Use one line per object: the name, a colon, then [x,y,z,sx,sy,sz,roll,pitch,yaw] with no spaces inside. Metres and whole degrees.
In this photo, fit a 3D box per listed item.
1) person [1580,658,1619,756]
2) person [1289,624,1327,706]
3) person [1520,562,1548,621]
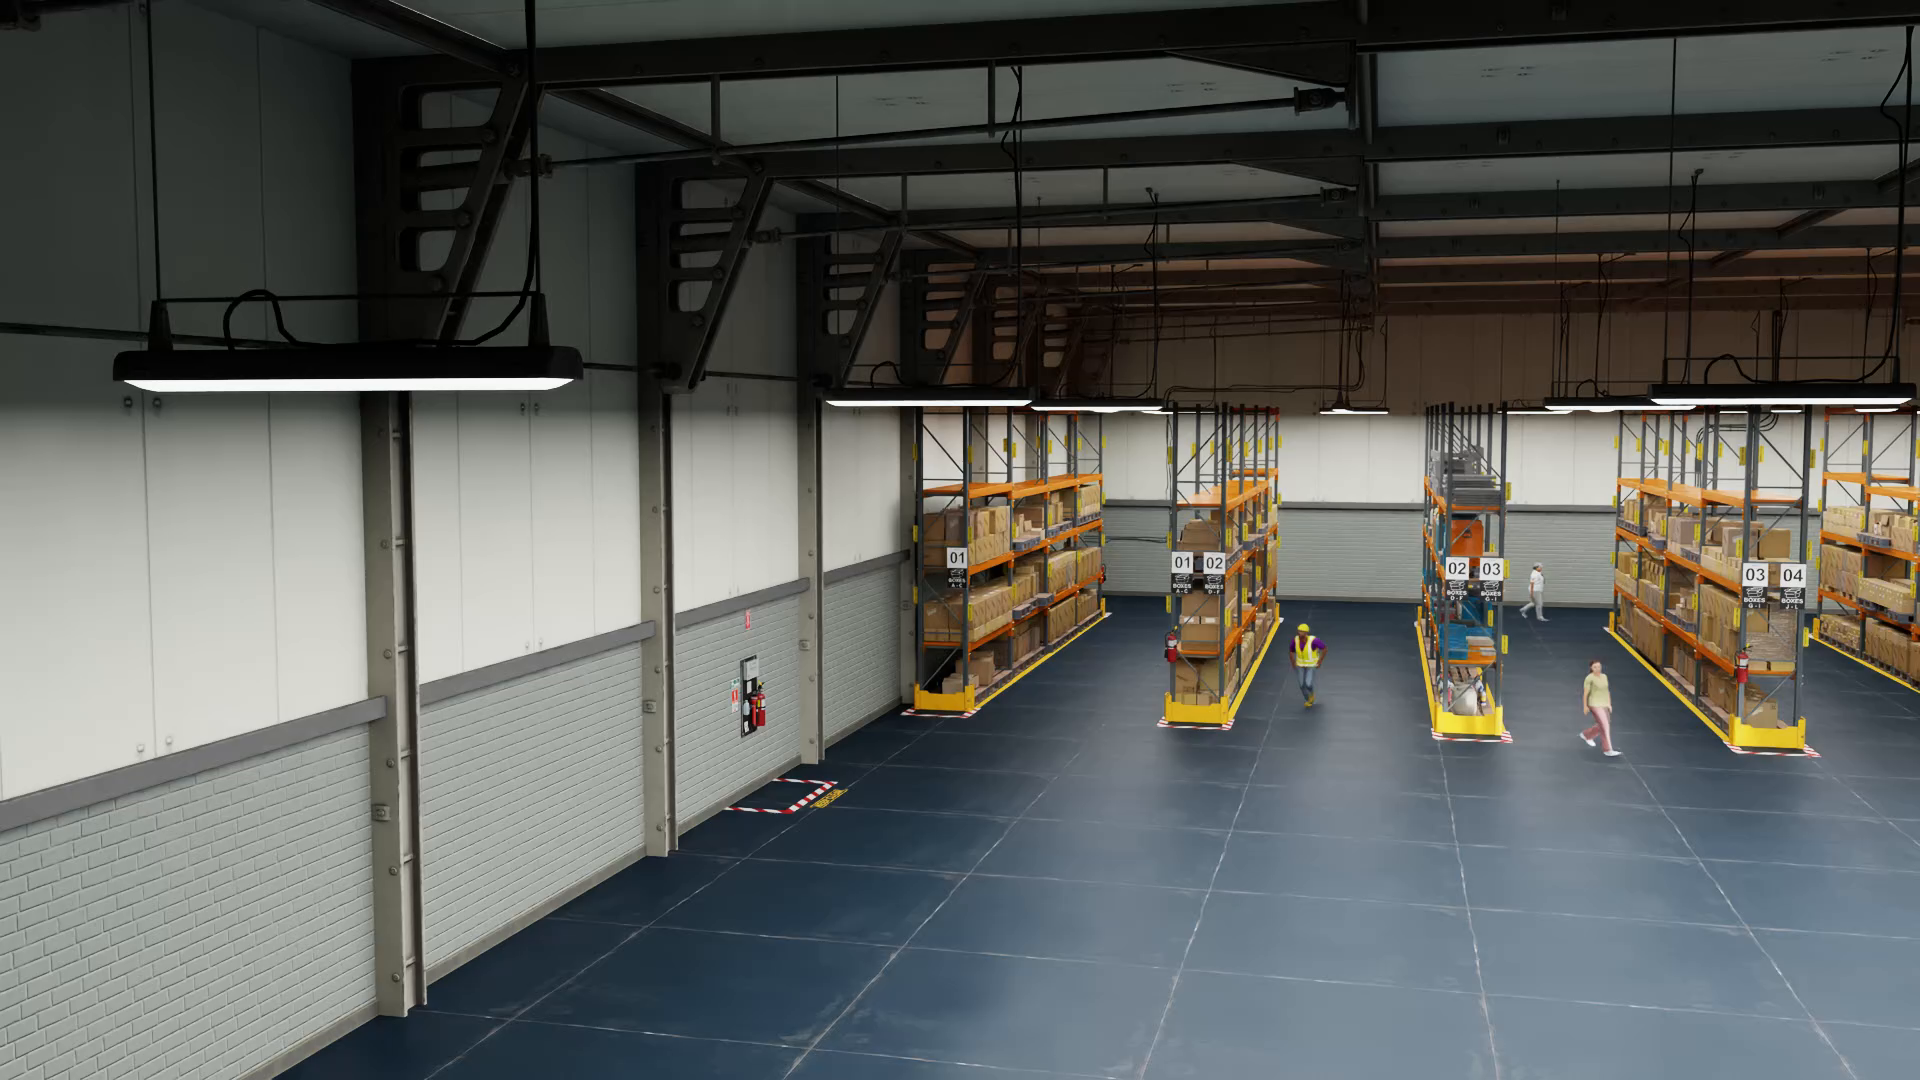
person: [10.866,2.820,28.293,0.449,1.622,0.906,-2,5,-27]
person: [6.865,2.467,32.778,0.755,1.671,0.666,2,5,27]
person: [16.180,1.447,46.798,0.783,1.644,0.488,3,5,31]
